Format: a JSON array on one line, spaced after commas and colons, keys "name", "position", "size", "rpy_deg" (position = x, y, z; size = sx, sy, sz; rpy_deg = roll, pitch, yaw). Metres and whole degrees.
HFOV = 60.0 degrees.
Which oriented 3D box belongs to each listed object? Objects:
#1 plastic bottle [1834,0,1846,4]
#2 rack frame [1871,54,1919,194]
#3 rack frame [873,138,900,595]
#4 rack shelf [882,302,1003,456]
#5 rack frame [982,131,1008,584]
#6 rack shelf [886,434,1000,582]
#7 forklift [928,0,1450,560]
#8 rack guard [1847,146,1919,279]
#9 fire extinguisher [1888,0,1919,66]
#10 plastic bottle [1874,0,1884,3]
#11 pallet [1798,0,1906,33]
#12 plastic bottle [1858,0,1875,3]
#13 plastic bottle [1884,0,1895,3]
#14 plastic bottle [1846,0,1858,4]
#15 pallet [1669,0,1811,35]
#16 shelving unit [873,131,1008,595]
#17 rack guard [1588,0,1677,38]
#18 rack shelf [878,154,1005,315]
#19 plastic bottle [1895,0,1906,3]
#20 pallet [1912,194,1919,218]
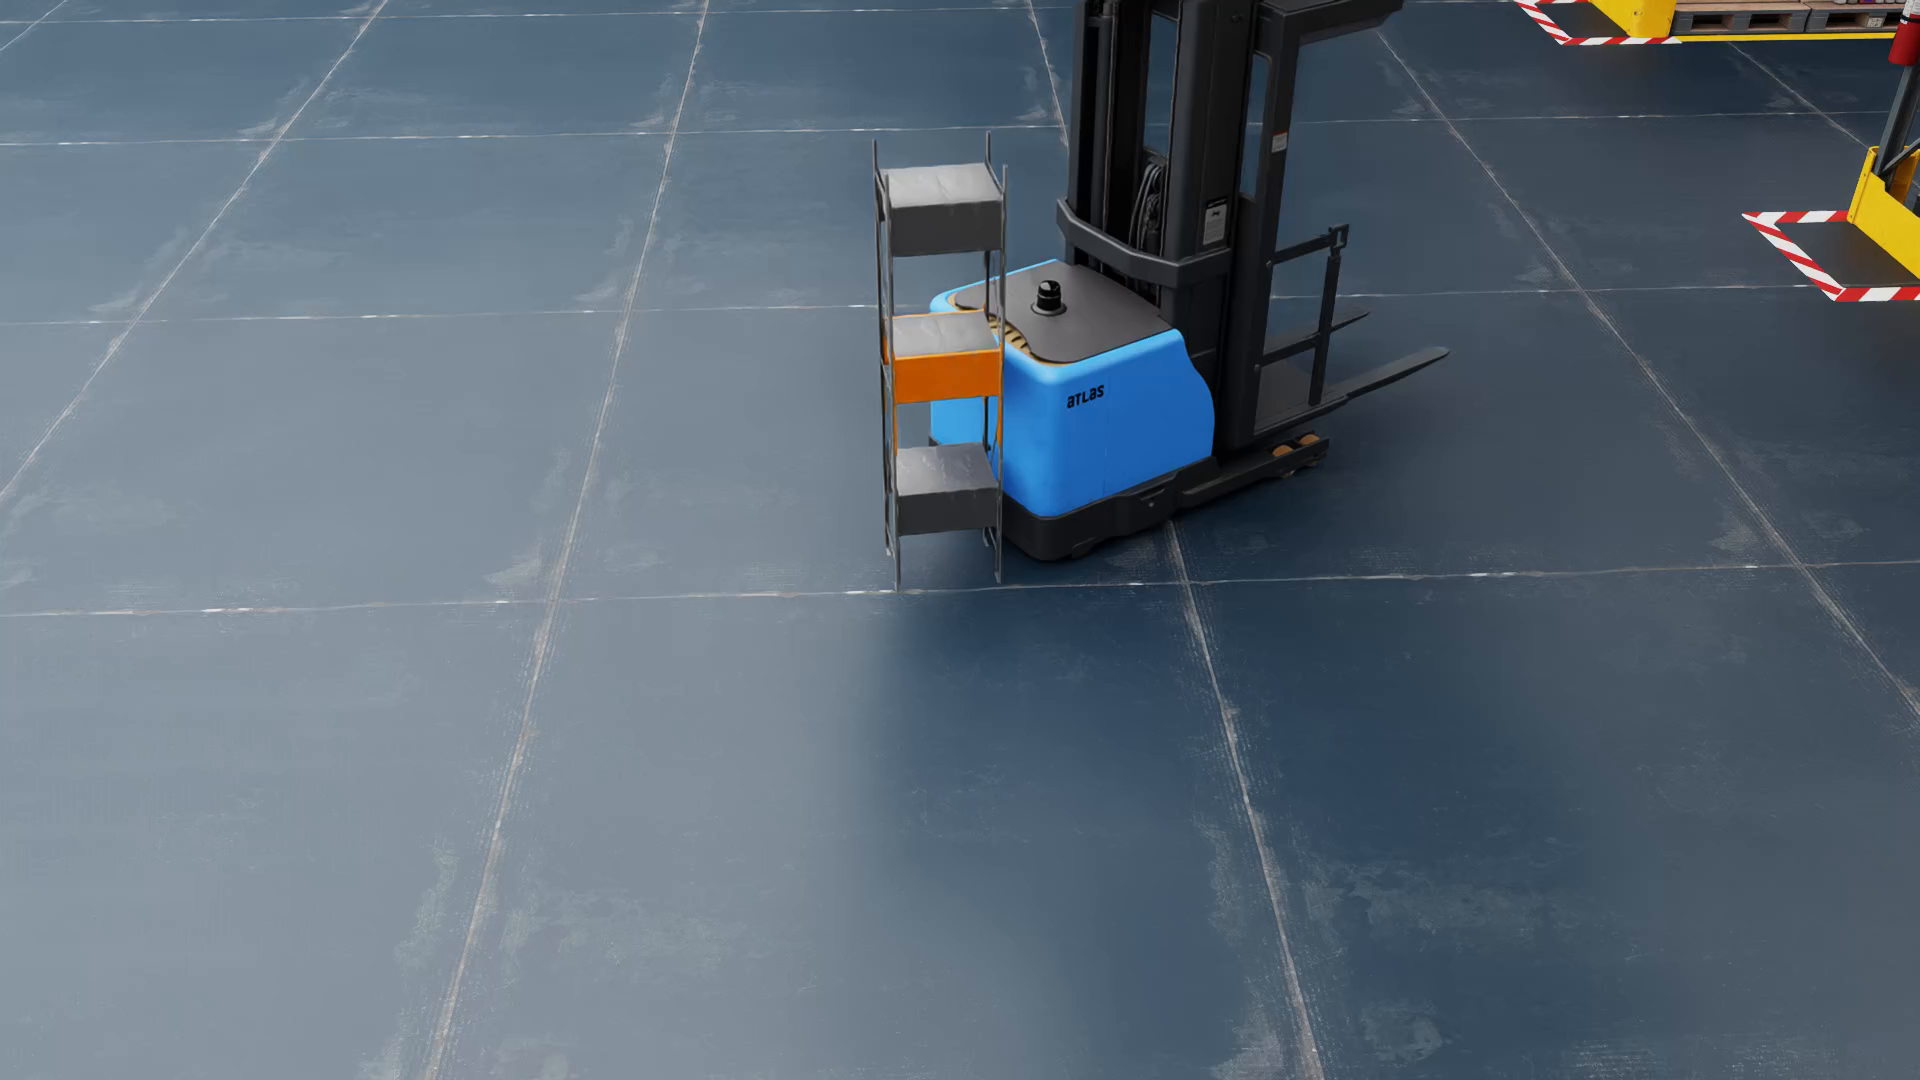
[{"name": "plastic bottle", "position": [7.811, -4.885, 14.684], "size": [0.097, 0.271, 0.097], "rpy_deg": [0, 35, 0]}, {"name": "rack frame", "position": [6.219, -3.139, 10.150], "size": [0.127, 3.000, 1.000], "rpy_deg": [-2, 35, -2]}, {"name": "rack frame", "position": [-0.327, -0.716, 7.440], "size": [0.015, 2.100, 0.400], "rpy_deg": [-6, 35, -8]}, {"name": "rack shelf", "position": [-0.087, -0.729, 7.482], "size": [0.480, 0.518, 0.431], "rpy_deg": [-6, 35, -8]}, {"name": "rack frame", "position": [0.153, -0.764, 7.509], "size": [0.015, 2.100, 0.400], "rpy_deg": [-6, 35, -8]}, {"name": "rack shelf", "position": [-0.087, -0.153, 7.880], "size": [0.480, 0.518, 0.431], "rpy_deg": [-6, 35, -8]}, {"name": "forklift", "position": [1.340, -1.759, 8.216], "size": [3.031, 2.935, 1.130], "rpy_deg": [-21, 40, -28]}, {"name": "rack guard", "position": [6.295, -2.113, 10.864], "size": [0.348, 0.500, 1.175], "rpy_deg": [-2, 35, -2]}, {"name": "fire extinguisher", "position": [6.083, -3.366, 10.546], "size": [0.183, 0.674, 0.296], "rpy_deg": [-2, 35, -2]}, {"name": "plastic bottle", "position": [8.153, -4.895, 14.697], "size": [0.097, 0.271, 0.097], "rpy_deg": [0, 35, 0]}, {"name": "pallet", "position": [8.086, -4.887, 15.126], "size": [1.213, 0.211, 1.003], "rpy_deg": [-2, 35, -2]}, {"name": "plastic bottle", "position": [8.038, -4.886, 14.674], "size": [0.133, 0.283, 0.061], "rpy_deg": [-1, 35, -1]}, {"name": "plastic bottle", "position": [8.253, -4.897, 14.701], "size": [0.097, 0.271, 0.097], "rpy_deg": [0, 35, 0]}, {"name": "plastic bottle", "position": [7.914, -4.859, 14.708], "size": [0.097, 0.201, 0.097], "rpy_deg": [0, 35, 0]}, {"name": "pallet", "position": [6.870, -4.856, 15.081], "size": [1.213, 0.211, 1.003], "rpy_deg": [-2, 35, -2]}, {"name": "shelving unit", "position": [-0.087, -0.740, 7.474], "size": [0.503, 2.100, 0.431], "rpy_deg": [-6, 35, -8]}, {"name": "rack guard", "position": [6.059, -4.955, 14.971], "size": [0.348, 0.500, 1.175], "rpy_deg": [-2, 35, -2]}, {"name": "rack shelf", "position": [-0.087, -1.304, 7.083], "size": [0.480, 0.518, 0.431], "rpy_deg": [-6, 35, -8]}, {"name": "plastic bottle", "position": [8.352, -4.871, 14.725], "size": [0.097, 0.201, 0.097], "rpy_deg": [0, 35, 0]}, {"name": "pallet", "position": [7.109, -1.996, 10.949], "size": [1.213, 0.211, 1.003], "rpy_deg": [-2, 35, -2]}]
